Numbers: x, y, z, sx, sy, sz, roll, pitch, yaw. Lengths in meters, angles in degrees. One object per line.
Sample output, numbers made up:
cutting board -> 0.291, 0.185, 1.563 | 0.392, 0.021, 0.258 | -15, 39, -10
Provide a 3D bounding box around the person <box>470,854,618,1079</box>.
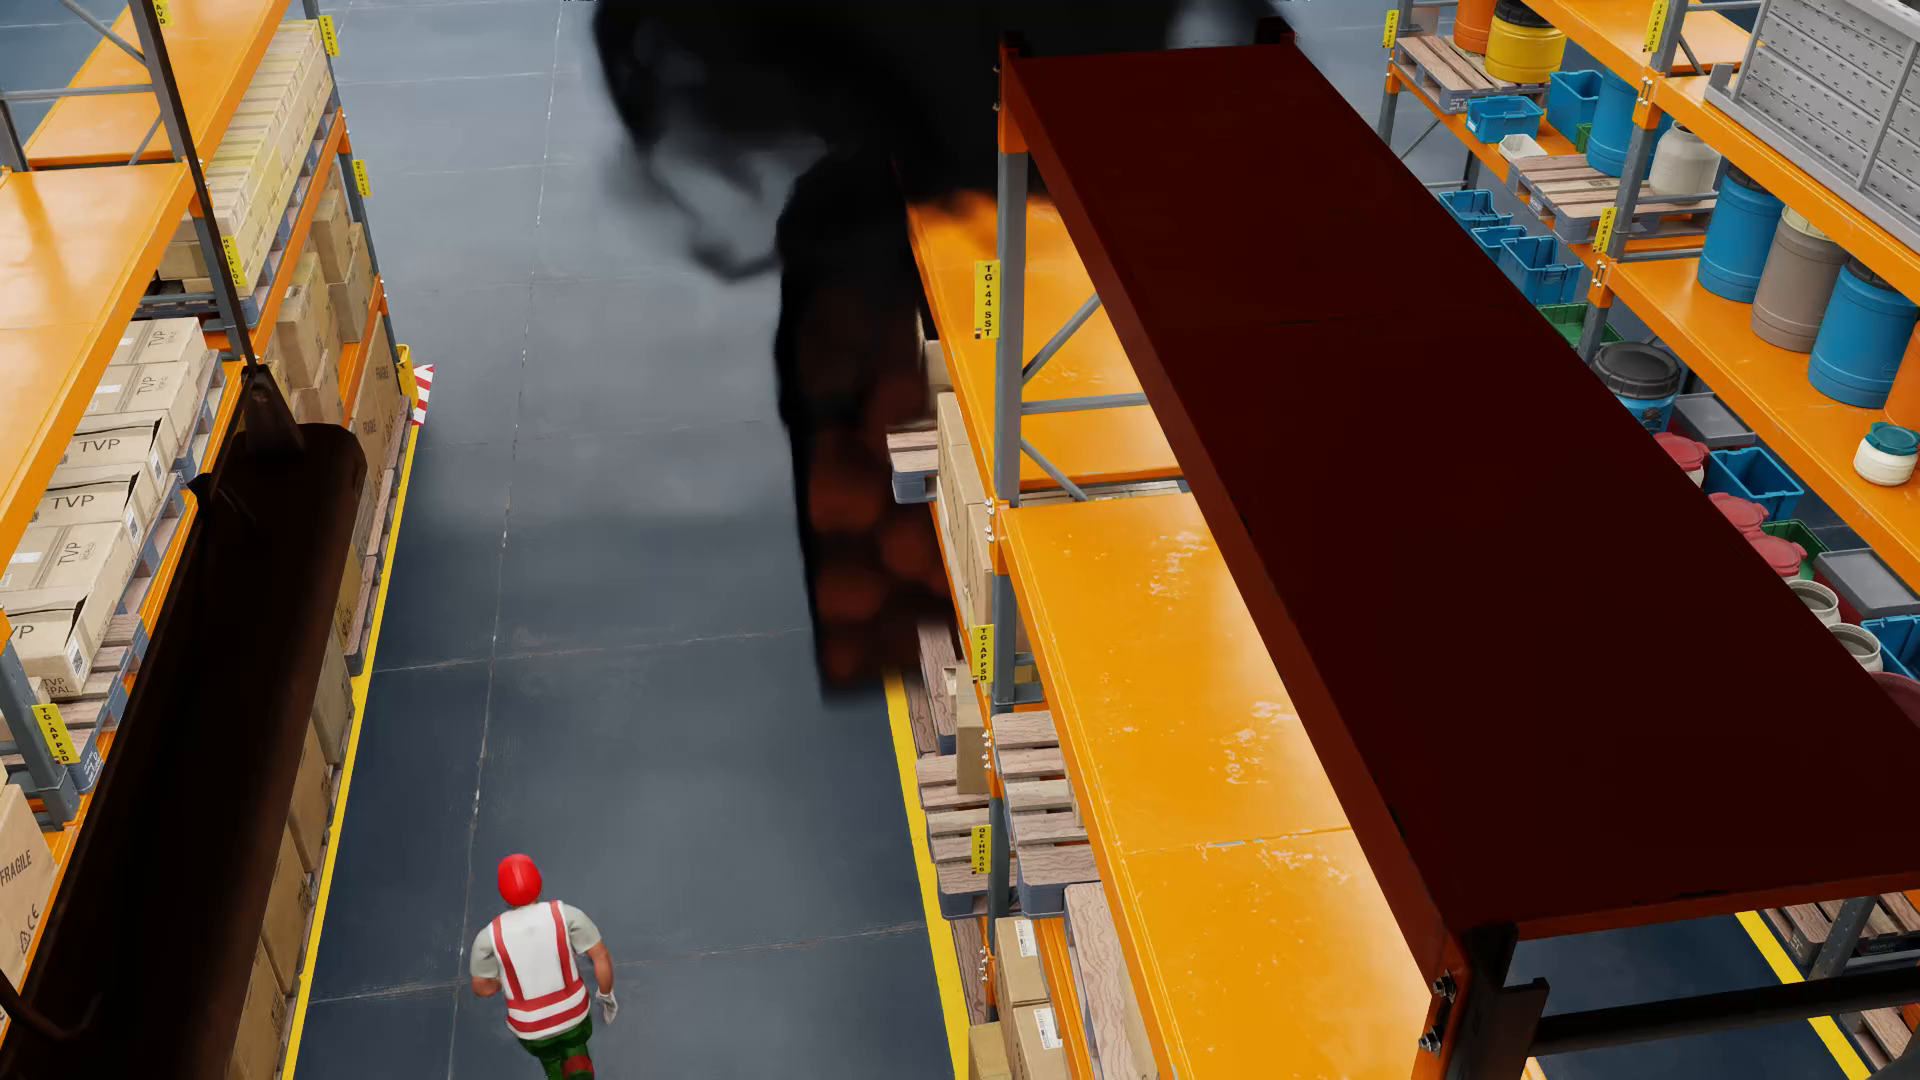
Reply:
person -> -2.034, 2.384, 8.301 | 0.655, 1.721, 0.808 | -16, 39, -21
